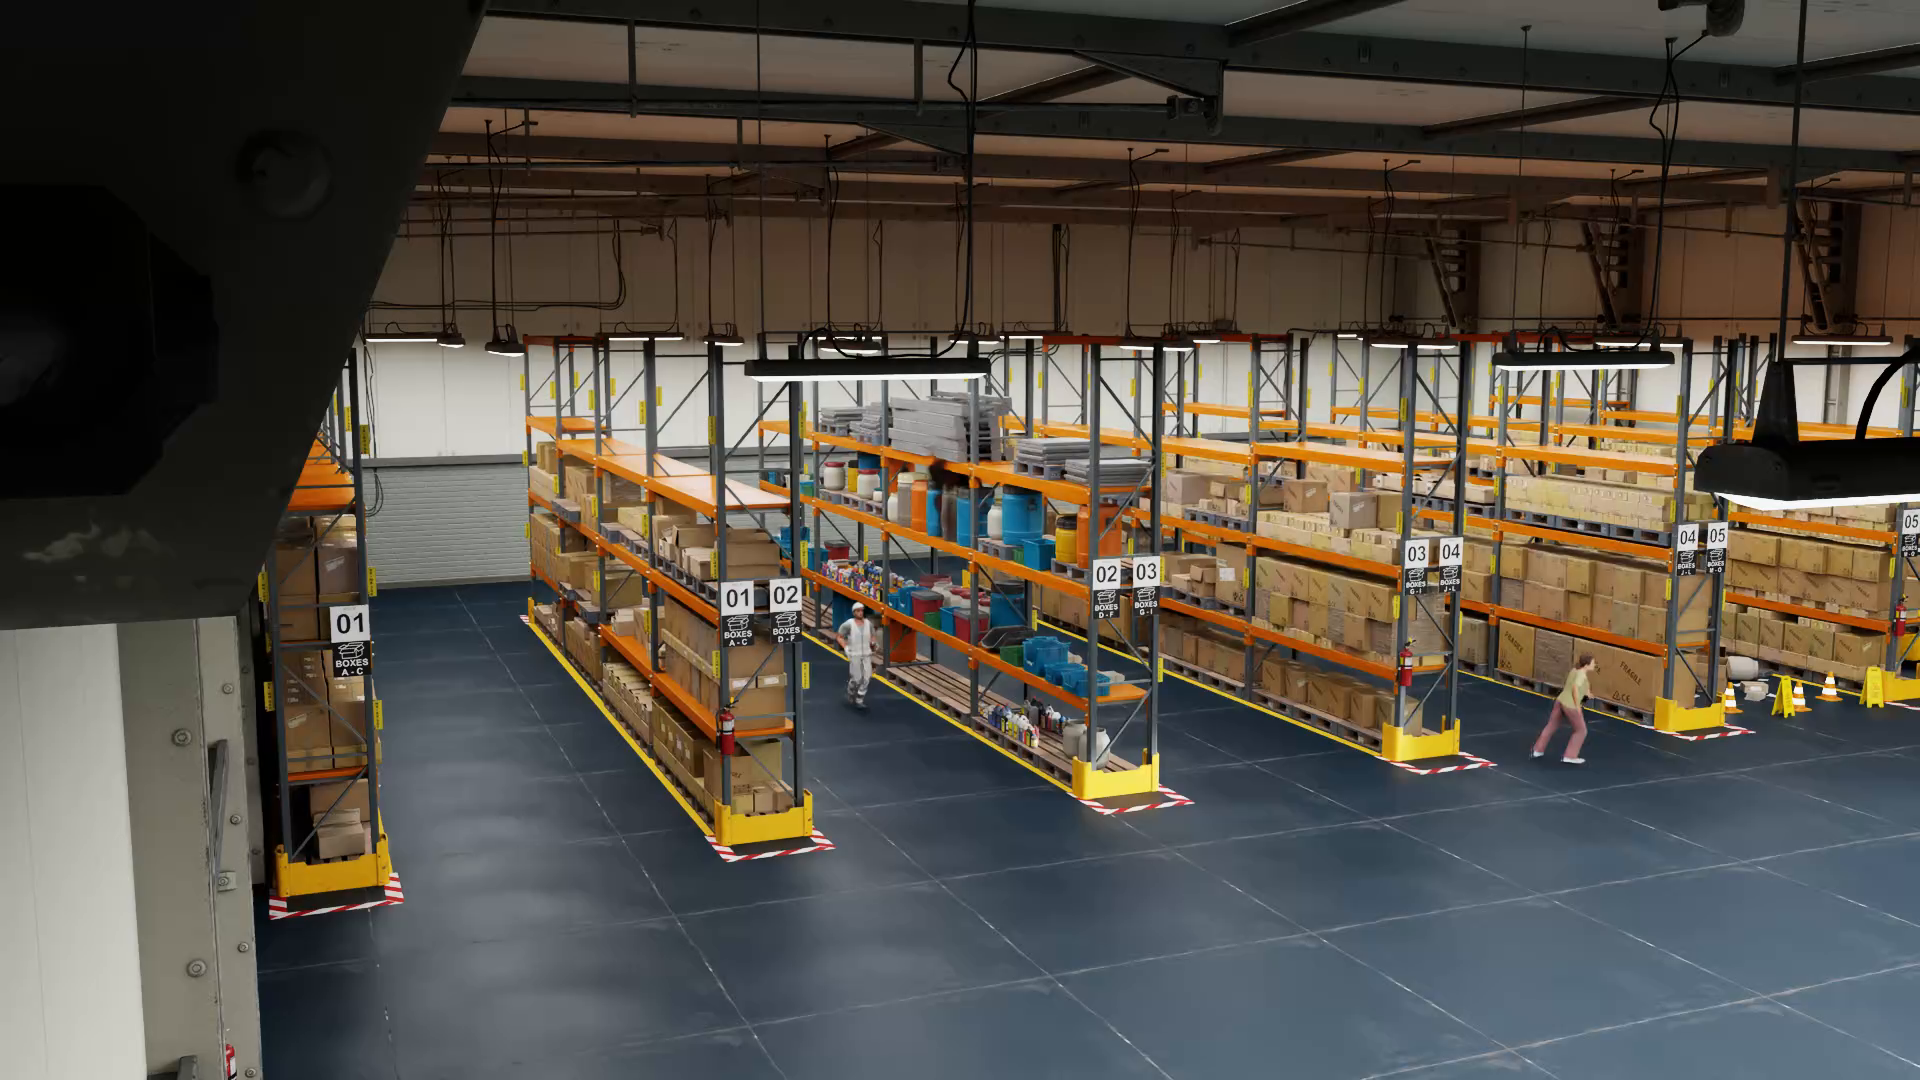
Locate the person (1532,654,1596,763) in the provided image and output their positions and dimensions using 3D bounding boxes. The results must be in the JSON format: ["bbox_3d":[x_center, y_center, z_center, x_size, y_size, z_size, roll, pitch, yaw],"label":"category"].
[{"bbox_3d":[8.690,2.400,23.807,0.845,1.594,0.641,-1,8,-8],"label":"person"}]

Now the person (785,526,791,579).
[{"bbox_3d":[-3.913,0.444,38.002,0.639,1.694,0.681,-2,8,-12],"label":"person"}]

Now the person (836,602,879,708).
[{"bbox_3d":[-1.630,1.884,26.985,0.648,1.742,0.593,-3,8,-25],"label":"person"}]

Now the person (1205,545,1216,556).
[{"bbox_3d":[6.593,-0.208,43.472,0.621,1.547,0.543,-5,9,-35],"label":"person"}]

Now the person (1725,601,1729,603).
[{"bbox_3d":[15.376,1.096,33.045,0.704,1.729,0.830,-4,9,-29],"label":"person"}]
